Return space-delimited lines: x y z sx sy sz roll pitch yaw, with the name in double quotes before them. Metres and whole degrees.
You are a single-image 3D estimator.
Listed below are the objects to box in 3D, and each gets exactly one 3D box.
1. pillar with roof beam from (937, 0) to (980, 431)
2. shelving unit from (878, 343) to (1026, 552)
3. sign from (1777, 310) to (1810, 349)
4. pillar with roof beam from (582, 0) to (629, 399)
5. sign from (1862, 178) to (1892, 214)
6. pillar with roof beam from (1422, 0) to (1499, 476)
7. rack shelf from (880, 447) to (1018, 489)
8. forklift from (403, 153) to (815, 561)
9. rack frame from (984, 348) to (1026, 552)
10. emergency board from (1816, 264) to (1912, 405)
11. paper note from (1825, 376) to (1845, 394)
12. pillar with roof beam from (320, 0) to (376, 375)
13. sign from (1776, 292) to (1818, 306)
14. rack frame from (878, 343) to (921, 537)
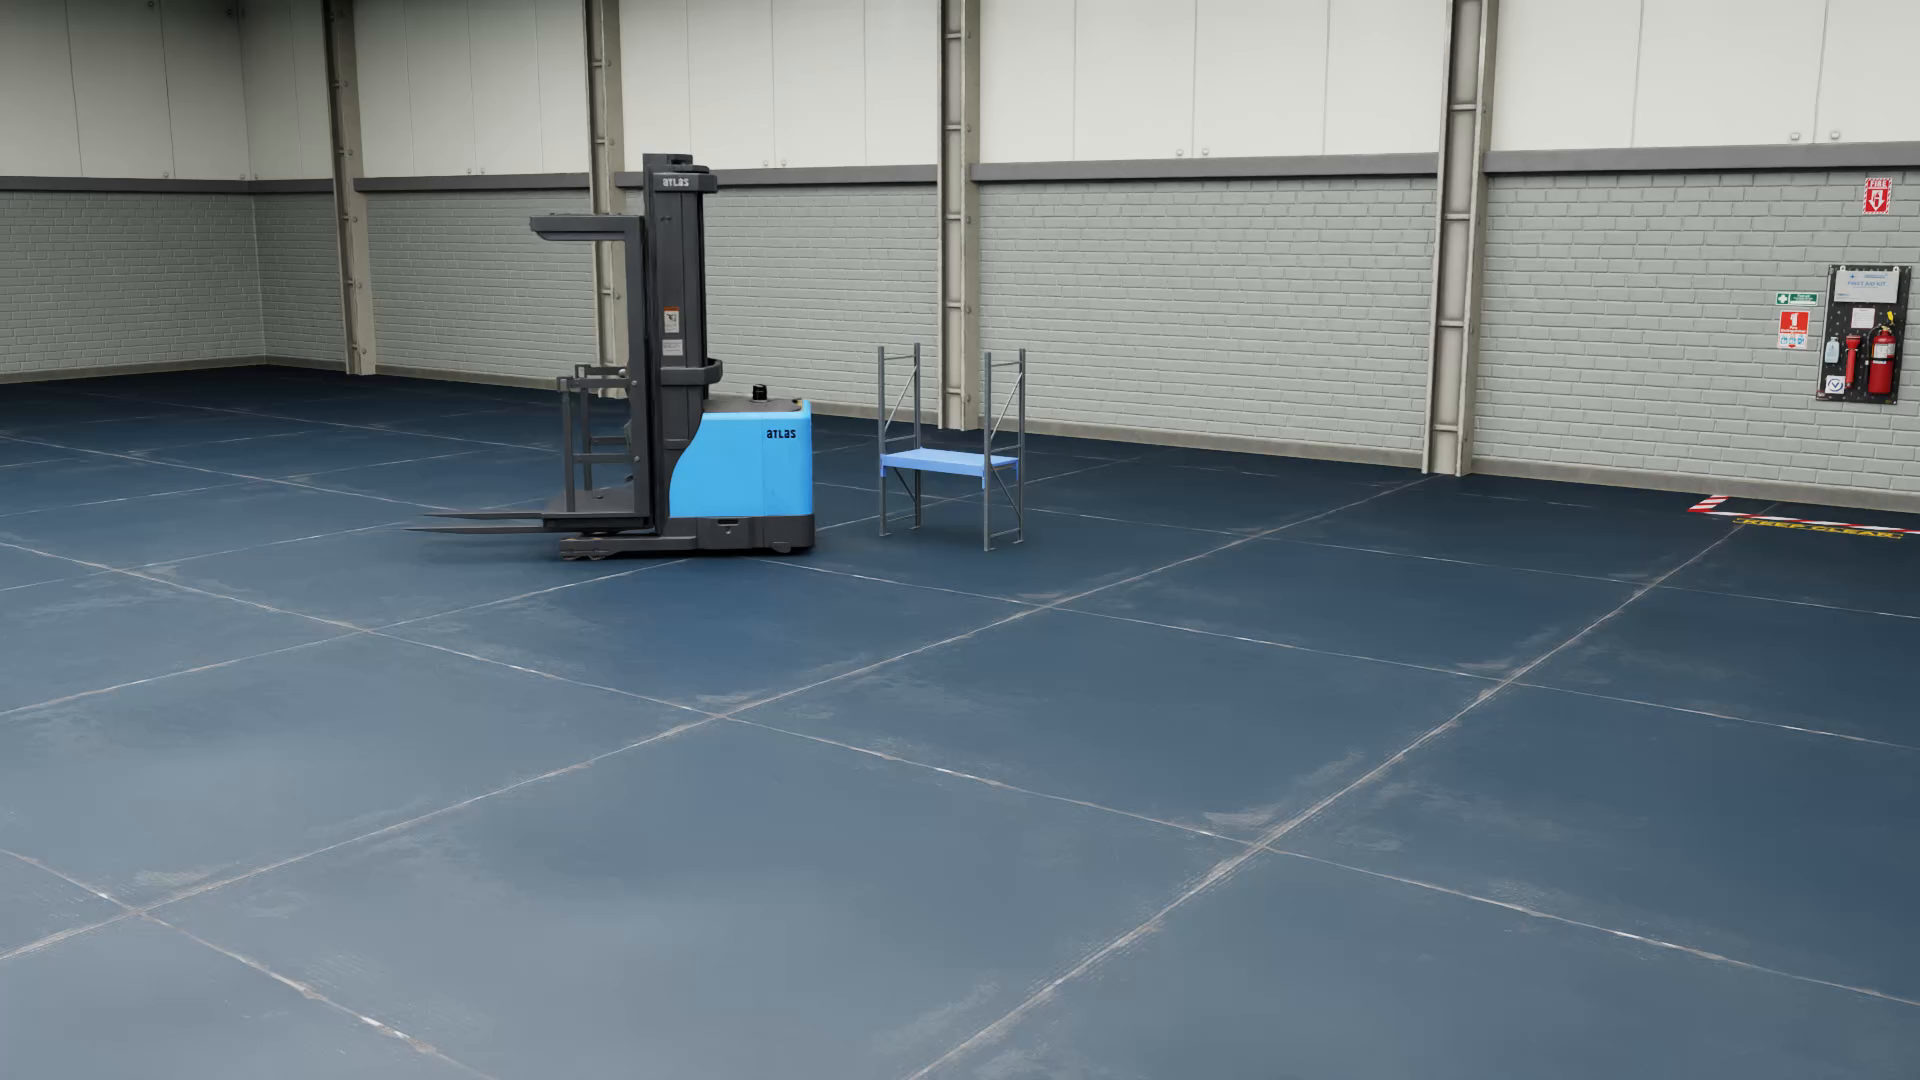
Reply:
"pillar with roof beam" -2.564 -5.100 15.700 0.400 9.000 9.100 8 13 36
"shelving unit" -0.069 -0.746 12.937 1.048 1.500 0.538 8 13 36
"sign" 7.303 -1.844 14.569 0.234 0.329 0.001 8 13 36
"pillar with roof beam" -7.400 -5.775 19.187 0.400 9.000 9.100 8 13 36
"sign" 7.740 -2.903 14.033 0.199 0.298 0.001 8 13 36
"pillar with roof beam" 2.272 -4.426 12.213 0.400 9.000 9.100 8 13 36
"rack shelf" -0.069 -0.569 12.971 1.000 0.185 0.538 8 13 36
"forklift" -2.635 -1.391 12.503 3.031 2.935 1.130 -1 11 -5
"rack frame" 0.341 -0.689 12.641 0.032 1.500 0.500 8 13 36
"emergency board" 7.687 -1.748 14.169 0.643 1.169 0.194 8 13 36
"paper note" 7.585 -1.346 14.411 0.142 0.148 0.016 8 13 36
"pillar with roof beam" -12.236 -6.449 22.674 0.400 9.000 9.100 8 13 36
"sign" 7.301 -2.102 14.509 0.331 0.109 0.001 8 13 36
"rack frame" -0.478 -0.803 13.232 0.032 1.500 0.500 8 13 36
